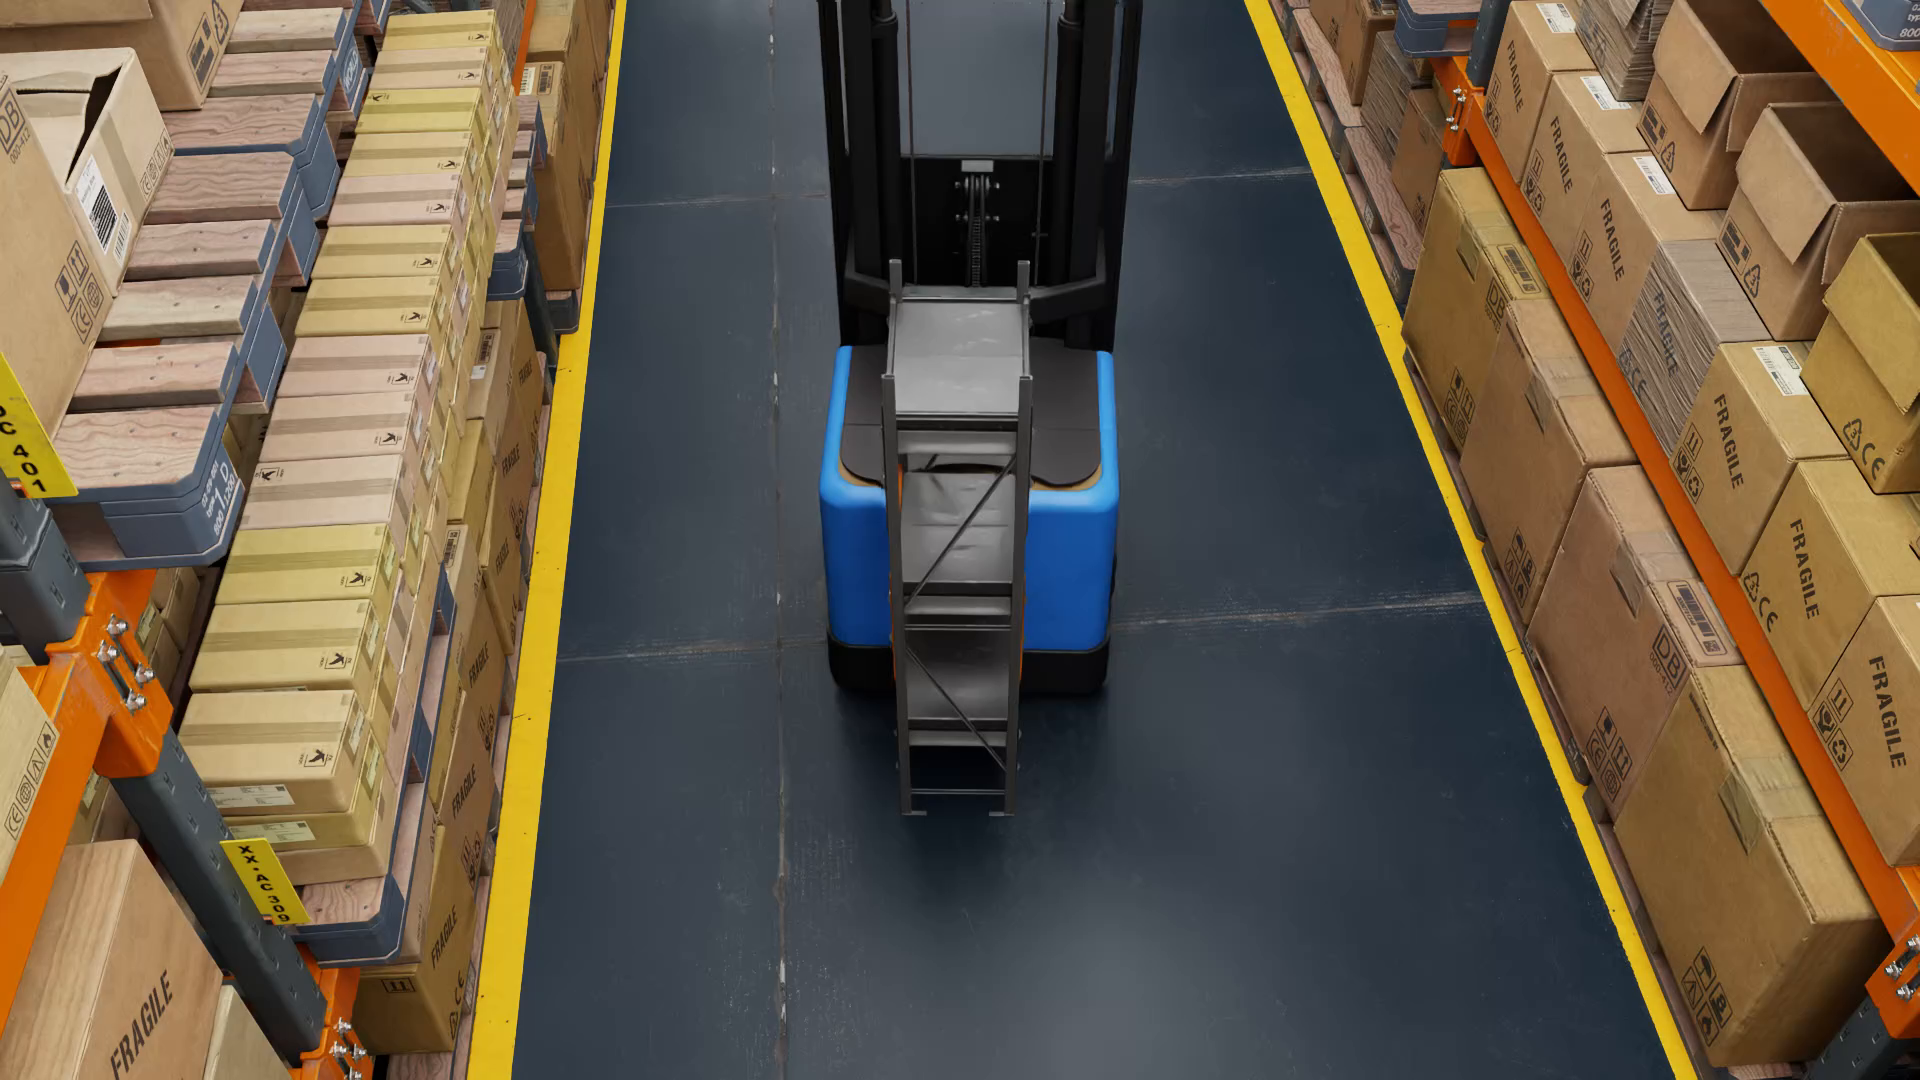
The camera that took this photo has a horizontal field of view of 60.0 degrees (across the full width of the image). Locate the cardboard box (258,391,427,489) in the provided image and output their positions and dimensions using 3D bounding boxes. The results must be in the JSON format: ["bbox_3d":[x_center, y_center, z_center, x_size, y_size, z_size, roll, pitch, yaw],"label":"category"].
[{"bbox_3d":[-1.680,-0.263,4.544,0.380,0.149,0.250,-4,47,-4],"label":"cardboard box"}]

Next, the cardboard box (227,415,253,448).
[{"bbox_3d":[-2.382,-0.403,5.086,0.380,0.149,0.250,-5,47,-5],"label":"cardboard box"}]

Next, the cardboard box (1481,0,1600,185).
[{"bbox_3d":[2.369,-1.723,6.384,0.500,0.500,0.500,-2,47,-2],"label":"cardboard box"}]

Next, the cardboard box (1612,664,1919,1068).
[{"bbox_3d":[2.861,0.962,5.084,1.225,0.875,0.875,-3,47,-3],"label":"cardboard box"}]

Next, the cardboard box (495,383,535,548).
[{"bbox_3d":[-1.996,-0.277,6.516,0.500,0.500,0.500,-2,47,-2],"label":"cardboard box"}]

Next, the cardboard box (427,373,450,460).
[{"bbox_3d":[-1.706,-0.357,4.837,0.380,0.149,0.250,-4,47,-4],"label":"cardboard box"}]

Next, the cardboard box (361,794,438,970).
[{"bbox_3d":[-1.815,0.972,4.816,0.500,0.250,0.500,-5,47,-5],"label":"cardboard box"}]

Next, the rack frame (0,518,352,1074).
[{"bbox_3d":[-2.016,1.066,3.811,1.000,3.000,0.127,-3,47,-3],"label":"rack frame"}]

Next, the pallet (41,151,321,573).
[{"bbox_3d":[-1.962,-0.354,3.220,1.213,0.211,1.003,-3,47,-3],"label":"pallet"}]

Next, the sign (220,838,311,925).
[{"bbox_3d":[-1.476,0.729,3.534,0.100,0.325,0.005,-3,47,-3],"label":"sign"}]

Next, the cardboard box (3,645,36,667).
[{"bbox_3d":[-2.268,0.330,3.982,0.380,0.149,0.250,-5,47,-4],"label":"cardboard box"}]

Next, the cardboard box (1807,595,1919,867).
[{"bbox_3d":[2.623,0.481,4.296,0.500,0.500,0.500,-3,47,-3],"label":"cardboard box"}]

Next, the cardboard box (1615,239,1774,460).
[{"bbox_3d":[2.501,-0.618,5.337,0.500,0.500,0.500,-3,47,-3],"label":"cardboard box"}]

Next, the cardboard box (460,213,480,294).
[{"bbox_3d":[-1.769,-0.915,5.366,0.380,0.149,0.250,-4,47,-4],"label":"cardboard box"}]

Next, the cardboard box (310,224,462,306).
[{"bbox_3d":[-1.747,-0.829,5.079,0.380,0.149,0.250,-1,47,-1],"label":"cardboard box"}]

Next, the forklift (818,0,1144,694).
[{"bbox_3d":[0.076,-1.490,6.279,1.130,2.935,3.031,1,47,1],"label":"forklift"}]

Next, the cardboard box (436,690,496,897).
[{"bbox_3d":[-1.860,0.847,5.451,0.500,0.500,0.500,-2,47,-1],"label":"cardboard box"}]

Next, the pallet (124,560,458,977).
[{"bbox_3d":[-1.936,0.570,4.413,1.003,0.211,1.213,-3,47,-3],"label":"pallet"}]

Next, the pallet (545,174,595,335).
[{"bbox_3d":[-2.342,-1.445,8.109,1.003,0.211,1.213,-3,47,-3],"label":"pallet"}]

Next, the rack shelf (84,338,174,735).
[{"bbox_3d":[-2.184,-1.166,4.354,1.077,0.370,4.000,-3,47,-3],"label":"rack shelf"}]

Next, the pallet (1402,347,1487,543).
[{"bbox_3d":[2.591,-0.523,7.236,1.003,0.211,1.213,-3,47,-3],"label":"pallet"}]

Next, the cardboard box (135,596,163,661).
[{"bbox_3d":[-2.288,0.259,4.254,0.380,0.149,0.250,-2,47,-2],"label":"cardboard box"}]

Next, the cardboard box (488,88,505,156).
[{"bbox_3d":[-1.832,-1.466,5.888,0.380,0.149,0.250,-2,47,-2],"label":"cardboard box"}]

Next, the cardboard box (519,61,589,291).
[{"bbox_3d":[-2.313,-1.645,7.639,1.050,0.750,0.750,-4,47,-4],"label":"cardboard box"}]

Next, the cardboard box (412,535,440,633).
[{"bbox_3d":[-1.657,0.131,4.580,0.380,0.149,0.250,-3,47,-3],"label":"cardboard box"}]

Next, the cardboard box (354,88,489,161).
[{"bbox_3d":[-1.813,-1.393,5.614,0.380,0.149,0.250,-2,47,-2],"label":"cardboard box"}]

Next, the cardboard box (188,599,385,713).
[{"bbox_3d":[-1.621,0.289,4.021,0.380,0.149,0.250,-2,47,-2],"label":"cardboard box"}]

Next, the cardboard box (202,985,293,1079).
[{"bbox_3d":[-1.694,1.262,3.352,0.500,0.500,0.500,-3,47,-3],"label":"cardboard box"}]

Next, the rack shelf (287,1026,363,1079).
[{"bbox_3d":[-1.849,2.760,2.702,1.077,0.370,4.000,-3,47,-3],"label":"rack shelf"}]

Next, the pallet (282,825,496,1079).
[{"bbox_3d":[-2.083,1.461,5.357,1.003,0.211,1.213,-3,47,-3],"label":"pallet"}]

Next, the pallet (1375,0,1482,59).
[{"bbox_3d":[2.434,-2.500,7.320,1.213,0.211,1.003,-3,47,-3],"label":"pallet"}]

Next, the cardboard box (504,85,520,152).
[{"bbox_3d":[-1.852,-1.558,6.179,0.380,0.149,0.250,-3,47,-3],"label":"cardboard box"}]

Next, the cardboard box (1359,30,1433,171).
[{"bbox_3d":[2.464,-2.233,8.354,0.700,0.500,0.500,-7,47,-7],"label":"cardboard box"}]

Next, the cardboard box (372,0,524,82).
[{"bbox_3d":[-2.120,-2.204,6.839,0.500,0.500,0.500,-3,47,-3],"label":"cardboard box"}]

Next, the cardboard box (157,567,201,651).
[{"bbox_3d":[-2.309,0.182,4.532,0.380,0.149,0.250,-6,47,-5],"label":"cardboard box"}]

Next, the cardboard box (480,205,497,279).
[{"bbox_3d":[-1.794,-1.011,5.662,0.380,0.149,0.250,-4,47,-4],"label":"cardboard box"}]

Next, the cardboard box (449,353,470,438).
[{"bbox_3d":[-1.724,-0.432,5.114,0.380,0.149,0.250,-5,47,-5],"label":"cardboard box"}]

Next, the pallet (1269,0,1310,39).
[{"bbox_3d":[2.331,-3.429,9.988,1.003,0.211,1.213,-3,47,-3],"label":"pallet"}]

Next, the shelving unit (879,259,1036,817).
[{"bbox_3d":[-0.004,0.096,5.343,0.431,2.100,0.503,1,48,1],"label":"shelving unit"}]

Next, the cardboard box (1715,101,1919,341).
[{"bbox_3d":[2.759,-0.950,4.960,0.797,0.503,0.637,-2,47,-2],"label":"cardboard box"}]

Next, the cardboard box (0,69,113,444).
[{"bbox_3d":[-1.939,-0.426,2.800,0.700,0.500,0.500,-3,47,-3],"label":"cardboard box"}]

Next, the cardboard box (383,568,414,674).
[{"bbox_3d":[-1.637,0.218,4.293,0.380,0.149,0.250,-2,47,-2],"label":"cardboard box"}]

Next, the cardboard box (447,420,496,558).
[{"bbox_3d":[-1.953,-0.159,5.887,0.500,0.250,0.500,-2,47,-2],"label":"cardboard box"}]

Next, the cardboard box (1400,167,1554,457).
[{"bbox_3d":[2.637,-0.970,6.913,1.225,0.875,0.875,-5,47,-5],"label":"cardboard box"}]

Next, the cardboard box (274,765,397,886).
[{"bbox_3d":[-1.591,0.695,4.047,0.380,0.149,0.250,-6,47,-5],"label":"cardboard box"}]

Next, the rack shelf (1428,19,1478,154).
[{"bbox_3d":[2.432,-3.257,8.400,1.077,0.370,4.000,-3,47,-3],"label":"rack shelf"}]

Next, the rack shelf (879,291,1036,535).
[{"bbox_3d":[-0.005,-0.367,4.836,0.431,0.518,0.480,1,48,1],"label":"rack shelf"}]

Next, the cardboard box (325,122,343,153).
[{"bbox_3d":[-2.515,-1.551,6.173,0.380,0.149,0.250,-4,47,-4],"label":"cardboard box"}]
